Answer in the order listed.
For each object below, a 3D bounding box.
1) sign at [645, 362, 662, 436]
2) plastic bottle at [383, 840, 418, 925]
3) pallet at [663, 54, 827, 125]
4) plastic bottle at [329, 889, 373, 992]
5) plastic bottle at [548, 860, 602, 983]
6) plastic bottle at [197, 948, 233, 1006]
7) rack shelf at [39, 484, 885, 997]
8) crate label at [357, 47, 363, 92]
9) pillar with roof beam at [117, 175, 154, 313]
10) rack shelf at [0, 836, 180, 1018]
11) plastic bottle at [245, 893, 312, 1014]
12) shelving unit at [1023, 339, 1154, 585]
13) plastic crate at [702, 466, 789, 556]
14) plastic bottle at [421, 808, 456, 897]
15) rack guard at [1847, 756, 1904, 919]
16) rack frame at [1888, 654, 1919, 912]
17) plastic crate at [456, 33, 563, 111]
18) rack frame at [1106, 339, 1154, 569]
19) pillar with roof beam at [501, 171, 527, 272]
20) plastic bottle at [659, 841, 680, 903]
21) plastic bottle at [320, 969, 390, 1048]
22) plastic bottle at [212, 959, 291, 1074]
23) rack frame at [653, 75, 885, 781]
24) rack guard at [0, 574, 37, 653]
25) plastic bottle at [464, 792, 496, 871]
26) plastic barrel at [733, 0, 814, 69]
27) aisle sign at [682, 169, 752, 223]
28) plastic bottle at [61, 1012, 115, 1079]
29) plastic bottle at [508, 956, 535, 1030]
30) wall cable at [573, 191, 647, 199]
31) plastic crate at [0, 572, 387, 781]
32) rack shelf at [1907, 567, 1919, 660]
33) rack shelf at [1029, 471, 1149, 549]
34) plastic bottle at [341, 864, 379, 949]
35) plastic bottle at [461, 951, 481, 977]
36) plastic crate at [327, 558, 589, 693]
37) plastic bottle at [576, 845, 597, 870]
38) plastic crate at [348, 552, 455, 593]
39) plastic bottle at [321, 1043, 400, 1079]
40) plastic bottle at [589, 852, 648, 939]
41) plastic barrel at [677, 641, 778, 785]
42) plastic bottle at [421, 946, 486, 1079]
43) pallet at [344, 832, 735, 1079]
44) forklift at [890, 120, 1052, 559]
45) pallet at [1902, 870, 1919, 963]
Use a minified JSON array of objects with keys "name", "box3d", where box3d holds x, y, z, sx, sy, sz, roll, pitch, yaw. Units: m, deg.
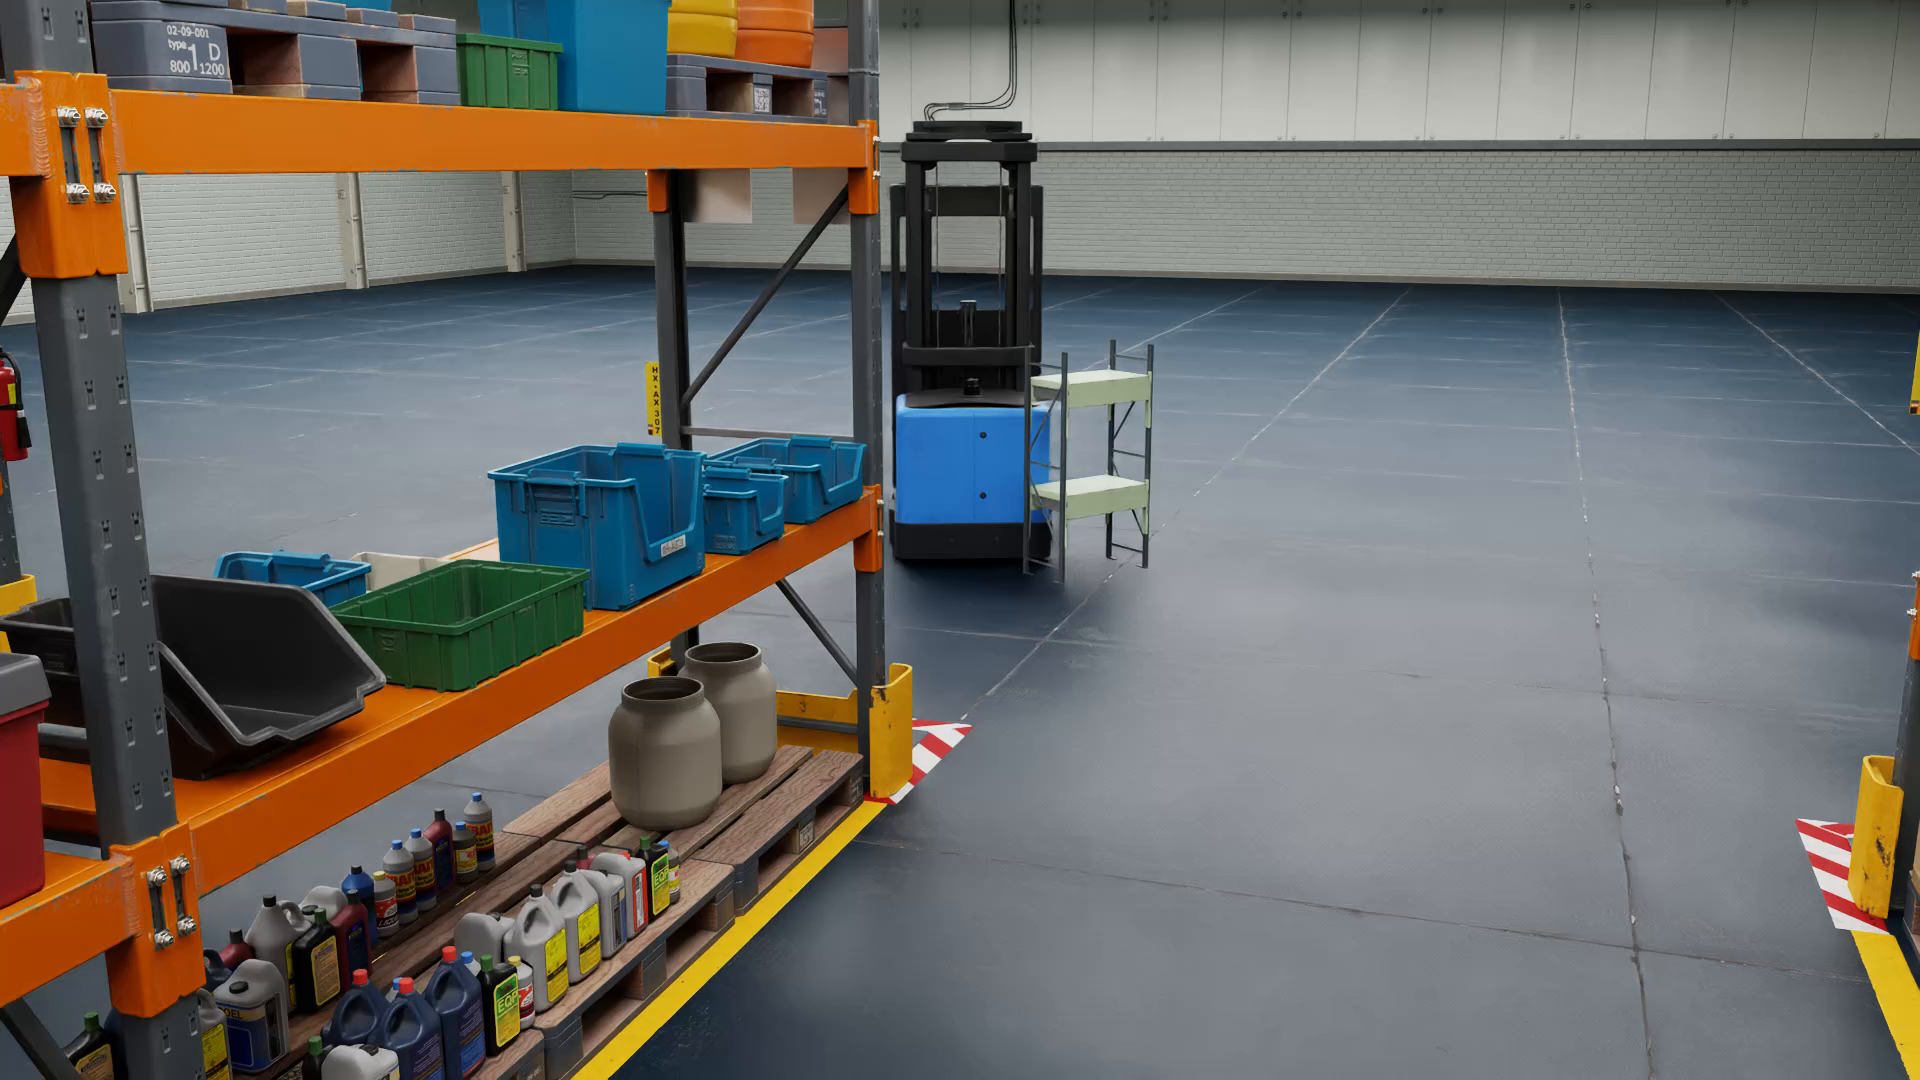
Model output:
[{"name":"sign","box3d":[-1.340,-0.623,7.355,0.100,0.325,0.005,4,14,18]},{"name":"plastic bottle","box3d":[-1.846,1.120,5.480,0.097,0.271,0.097,0,13,0]},{"name":"pallet","box3d":[-1.181,-1.651,6.163,1.003,0.211,1.213,4,14,18]},{"name":"plastic bottle","box3d":[-1.856,1.213,5.048,0.061,0.283,0.133,4,14,18]},{"name":"plastic bottle","box3d":[-1.203,1.163,5.116,0.144,0.351,0.185,5,14,21]},{"name":"plastic bottle","box3d":[-2.118,1.275,4.626,0.144,0.351,0.185,4,13,16]},{"name":"rack shelf","box3d":[-1.468,0.324,5.444,1.077,0.370,4.000,4,14,18]},{"name":"crate label","box3d":[-1.739,-1.467,5.269,0.502,0.251,0.408,4,14,18]},{"name":"pillar with roof beam","box3d":[-10.763,-8.197,27.680,9.100,9.000,0.400,4,14,18]},{"name":"rack shelf","box3d":[-2.763,1.166,1.754,1.077,0.370,4.000,4,14,18]},{"name":"plastic bottle","box3d":[-2.013,1.207,4.924,0.144,0.351,0.185,4,14,18]},{"name":"shelving unit","box3d":[0.840,-0.527,10.925,0.755,1.500,0.431,-9,16,-36]},{"name":"plastic crate","box3d":[-0.916,-0.112,6.072,0.499,0.251,0.408,4,14,18]},{"name":"plastic bottle","box3d":[-1.793,1.068,5.685,0.061,0.283,0.133,5,14,19]},{"name":"rack guard","box3d":[3.872,1.123,5.943,1.175,0.500,0.348,4,14,18]},{"name":"rack frame","box3d":[3.864,-0.090,5.643,1.000,3.000,0.127,4,14,18]},{"name":"plastic crate","box3d":[-1.347,-1.277,4.578,0.336,0.188,0.450,4,14,18]},{"name":"rack frame","box3d":[1.133,-0.575,11.139,0.023,1.500,0.400,-9,16,-36]},{"name":"pillar with roof beam","box3d":[-6.881,-10.724,38.750,9.100,9.000,0.548,4,14,18]},{"name":"plastic bottle","box3d":[-1.001,1.120,5.638,0.097,0.201,0.097,0,13,0]},{"name":"plastic bottle","box3d":[-1.598,1.321,4.424,0.144,0.351,0.185,4,14,18]},{"name":"plastic bottle","box3d":[-1.969,1.317,4.611,0.152,0.276,0.135,4,14,18]},{"name":"rack frame","box3d":[-0.821,-0.448,7.209,1.000,3.000,0.127,4,14,18]},{"name":"rack guard","box3d":[-5.532,0.430,8.979,1.175,0.500,0.348,4,14,18]},{"name":"plastic bottle","box3d":[-1.703,1.027,5.889,0.097,0.271,0.097,0,13,0]},{"name":"plastic barrel","box3d":[-0.858,-2.213,6.292,0.600,0.830,0.708,4,14,18]},{"name":"aisle sign","box3d":[-1.075,-1.751,7.078,0.394,0.787,0.004,4,14,18]},{"name":"plastic bottle","box3d":[-2.272,1.379,4.320,0.061,0.283,0.133,5,14,21]},{"name":"plastic bottle","box3d":[-1.287,1.307,4.823,0.097,0.201,0.097,0,13,0]},{"name":"wall cable","box3d":[-8.750,-10.045,42.754,3.097,2.526,0.112,4,14,18]},{"name":"plastic crate","box3d":[-1.826,0.324,3.968,0.767,0.338,0.504,4,14,18]},{"name":"rack shelf","box3d":[3.217,0.682,3.878,1.077,0.370,4.000,4,14,18]},{"name":"rack shelf","box3d":[0.840,-0.209,10.997,0.720,0.370,0.431,-9,16,-36]},{"name":"plastic bottle","box3d":[-1.912,1.163,5.294,0.097,0.271,0.097,0,13,0]},{"name":"plastic bottle","box3d":[-1.388,1.297,4.709,0.097,0.271,0.097,0,13,0]},{"name":"plastic crate","box3d":[-1.409,0.232,4.705,0.450,0.188,0.662,4,14,18]},{"name":"plastic bottle","box3d":[-1.209,1.124,5.439,0.061,0.283,0.133,4,14,18]},{"name":"plastic crate","box3d":[-1.830,0.163,5.126,0.530,0.136,0.437,4,14,18]},{"name":"plastic bottle","box3d":[-1.519,1.402,4.235,0.152,0.276,0.135,5,14,20]},{"name":"plastic bottle","box3d":[-1.108,1.135,5.406,0.152,0.276,0.135,4,14,19]},{"name":"plastic barrel","box3d":[-0.962,0.705,6.807,0.421,0.512,0.421,0,13,0]},{"name":"plastic bottle","box3d":[-1.401,1.292,4.552,0.144,0.351,0.185,4,13,16]},{"name":"pallet","box3d":[-1.466,1.358,5.564,1.003,0.211,1.213,4,14,18]},{"name":"forklift","box3d":[0.038,-1.571,12.285,1.130,2.935,3.031,0,13,-2]},{"name":"pallet","box3d":[3.657,1.433,5.234,1.003,0.211,1.213,4,14,18]}]
